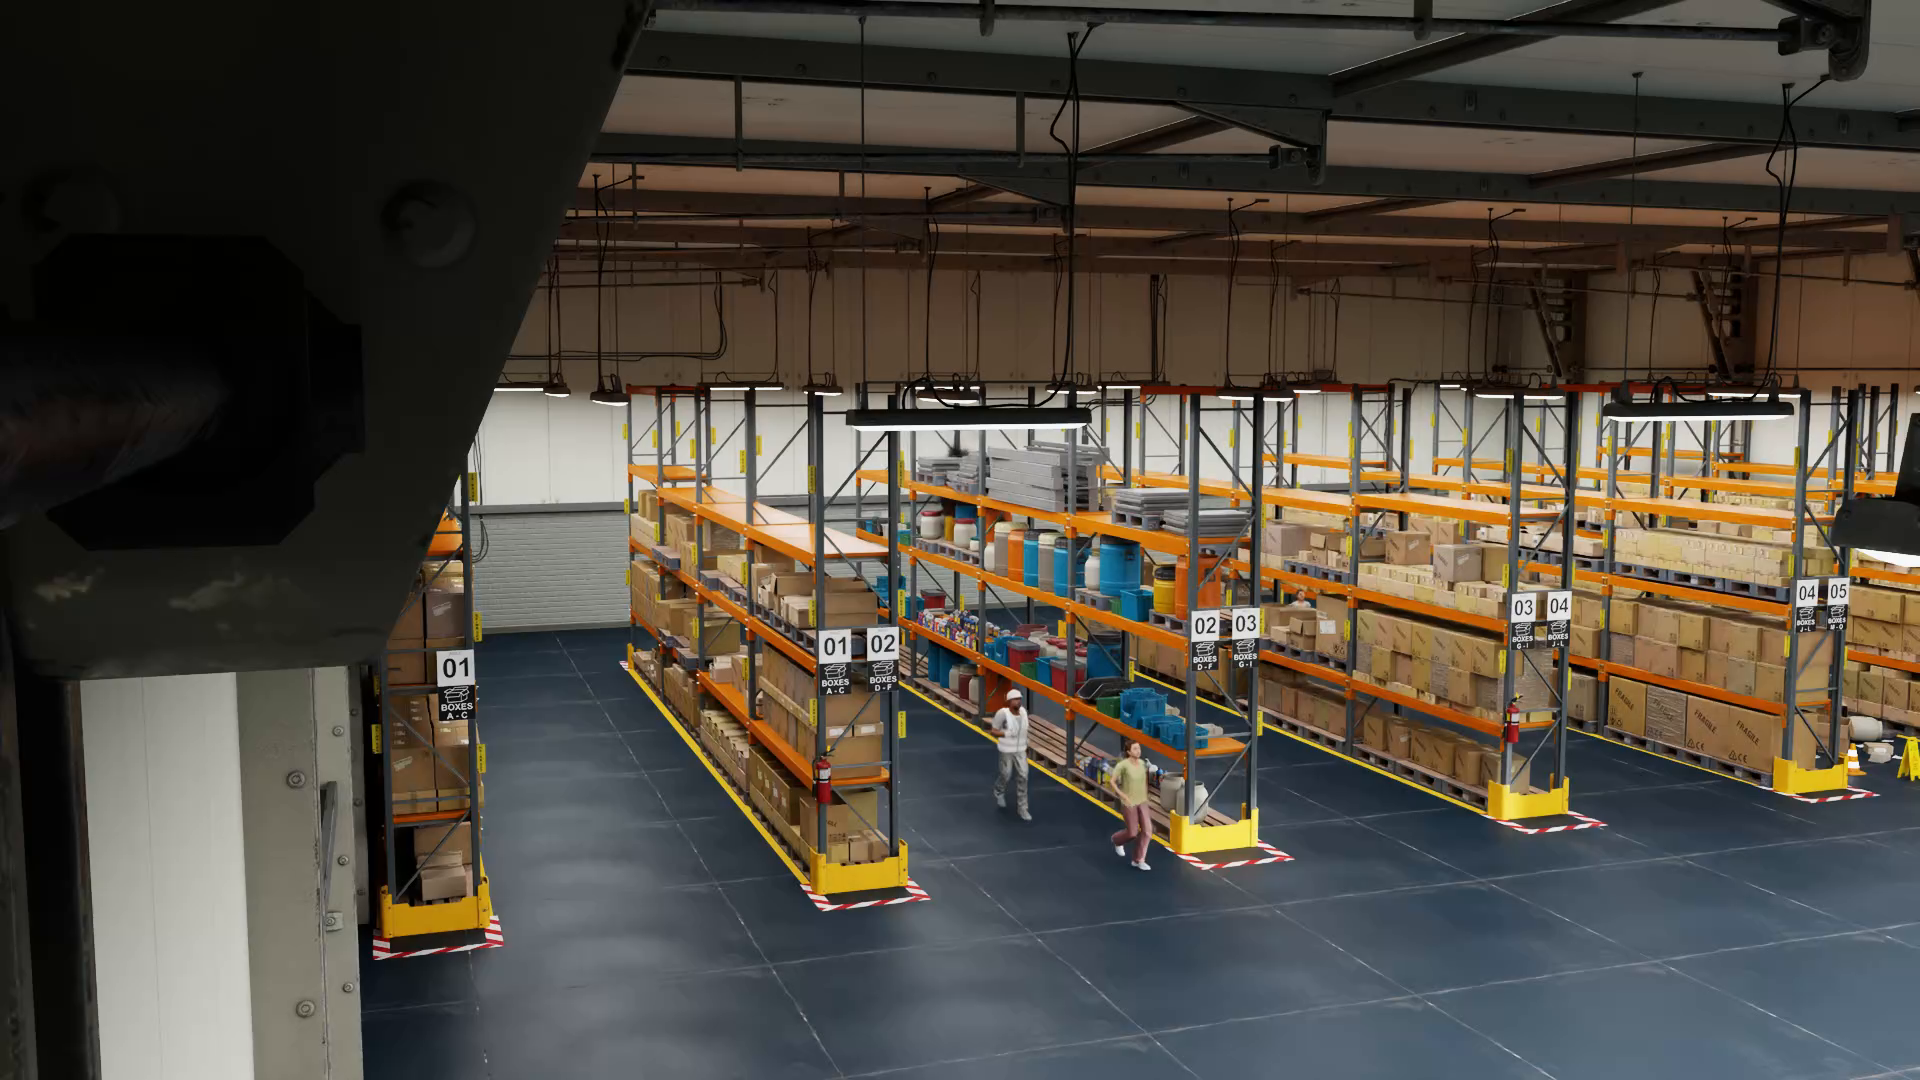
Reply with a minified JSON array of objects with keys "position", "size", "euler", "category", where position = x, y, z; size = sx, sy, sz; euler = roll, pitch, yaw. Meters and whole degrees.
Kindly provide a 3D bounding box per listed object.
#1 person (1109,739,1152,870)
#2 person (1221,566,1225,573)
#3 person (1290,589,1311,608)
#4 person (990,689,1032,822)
[{"position":[2.202,3.339,21.157],"size":[0.611,1.621,0.691],"euler":[-3,7,-28],"category":"person"},{"position":[6.046,1.451,39.034],"size":[0.805,1.738,0.836],"euler":[0,6,-2],"category":"person"},{"position":[7.250,1.860,35.474],"size":[0.567,1.649,0.748],"euler":[-1,6,-11],"category":"person"},{"position":[0.710,3.008,23.566],"size":[0.655,1.816,0.899],"euler":[-3,7,-27],"category":"person"}]
